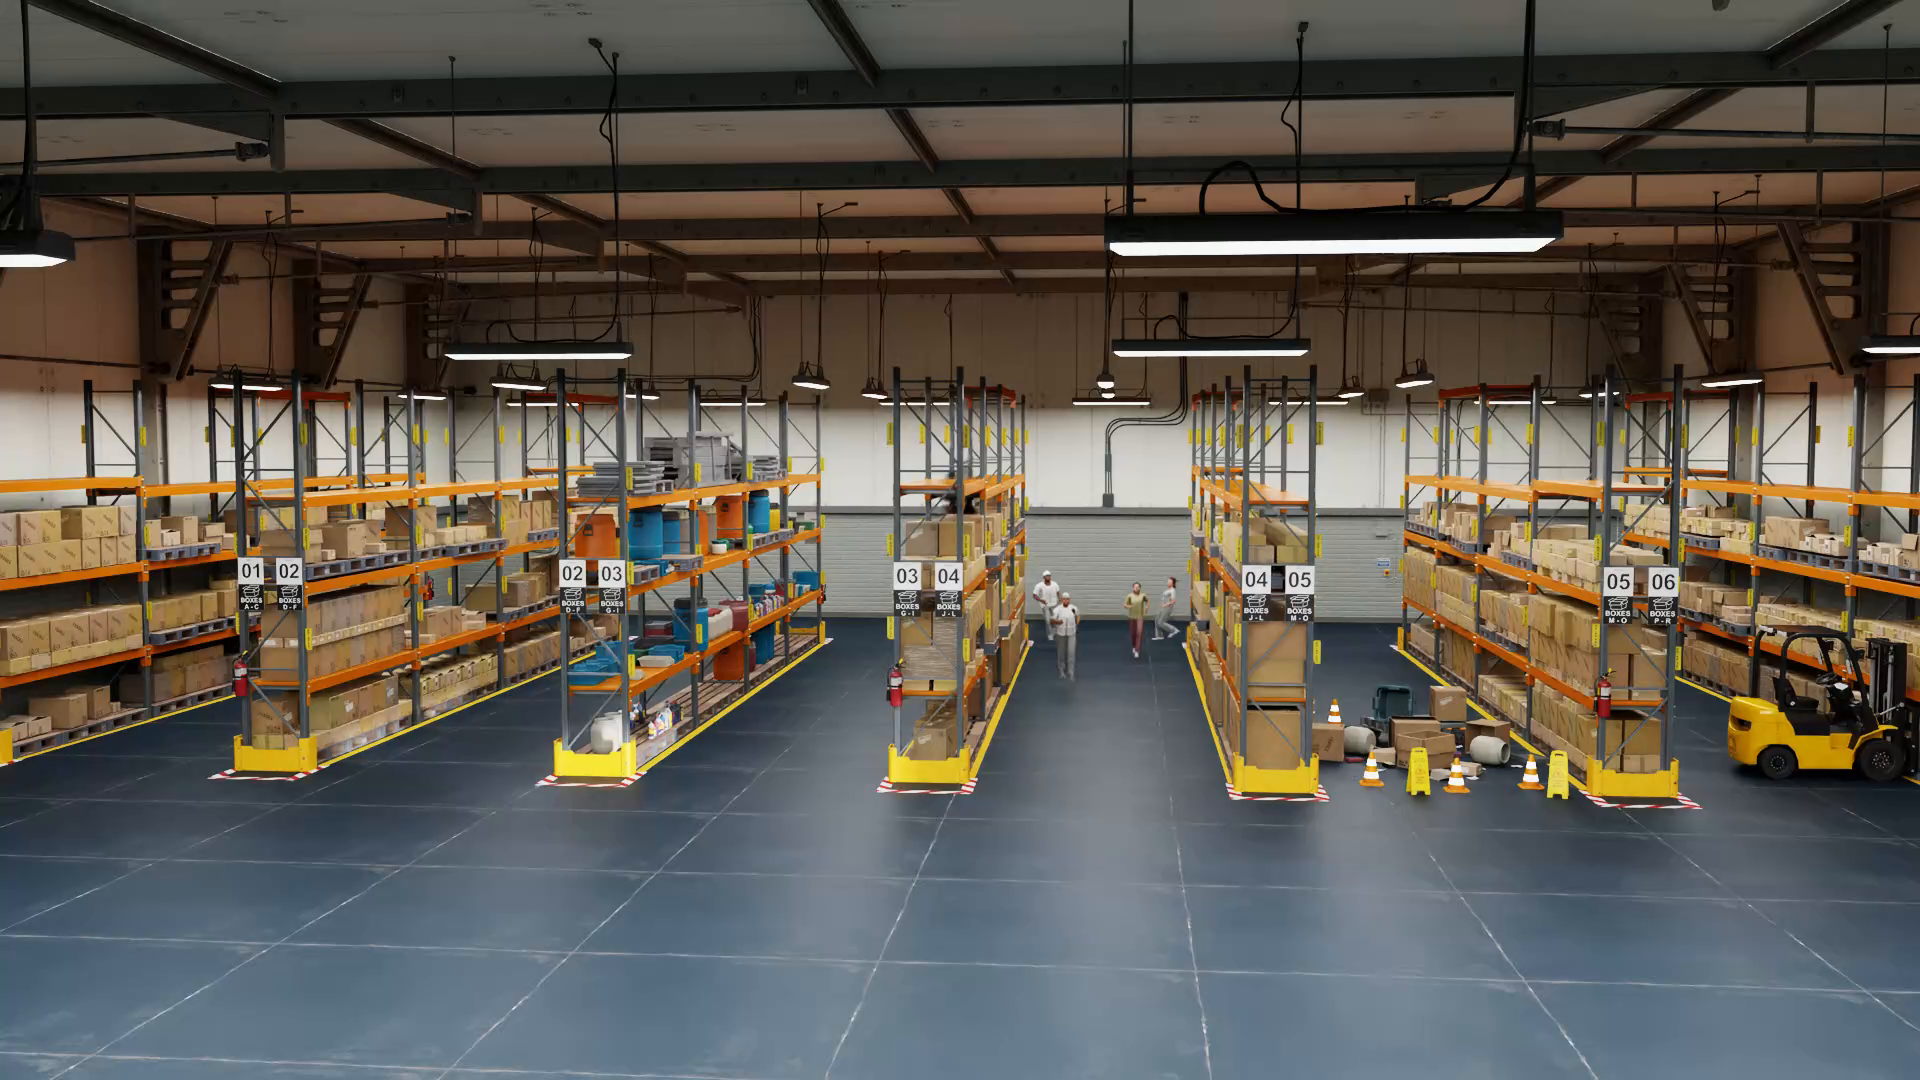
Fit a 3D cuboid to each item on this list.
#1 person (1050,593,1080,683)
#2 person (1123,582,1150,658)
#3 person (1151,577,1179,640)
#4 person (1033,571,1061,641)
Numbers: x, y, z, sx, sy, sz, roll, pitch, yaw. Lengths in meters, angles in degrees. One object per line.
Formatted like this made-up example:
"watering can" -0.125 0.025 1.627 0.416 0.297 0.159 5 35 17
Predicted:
"person" 2.044 1.865 32.191 0.604 1.702 0.831 0 4 0
"person" 3.992 1.798 37.728 0.581 1.651 0.965 1 4 11
"person" 5.036 1.696 40.665 0.648 1.602 0.660 0 4 -1
"person" 2.156 1.611 40.804 0.731 1.718 0.538 -1 4 -18
